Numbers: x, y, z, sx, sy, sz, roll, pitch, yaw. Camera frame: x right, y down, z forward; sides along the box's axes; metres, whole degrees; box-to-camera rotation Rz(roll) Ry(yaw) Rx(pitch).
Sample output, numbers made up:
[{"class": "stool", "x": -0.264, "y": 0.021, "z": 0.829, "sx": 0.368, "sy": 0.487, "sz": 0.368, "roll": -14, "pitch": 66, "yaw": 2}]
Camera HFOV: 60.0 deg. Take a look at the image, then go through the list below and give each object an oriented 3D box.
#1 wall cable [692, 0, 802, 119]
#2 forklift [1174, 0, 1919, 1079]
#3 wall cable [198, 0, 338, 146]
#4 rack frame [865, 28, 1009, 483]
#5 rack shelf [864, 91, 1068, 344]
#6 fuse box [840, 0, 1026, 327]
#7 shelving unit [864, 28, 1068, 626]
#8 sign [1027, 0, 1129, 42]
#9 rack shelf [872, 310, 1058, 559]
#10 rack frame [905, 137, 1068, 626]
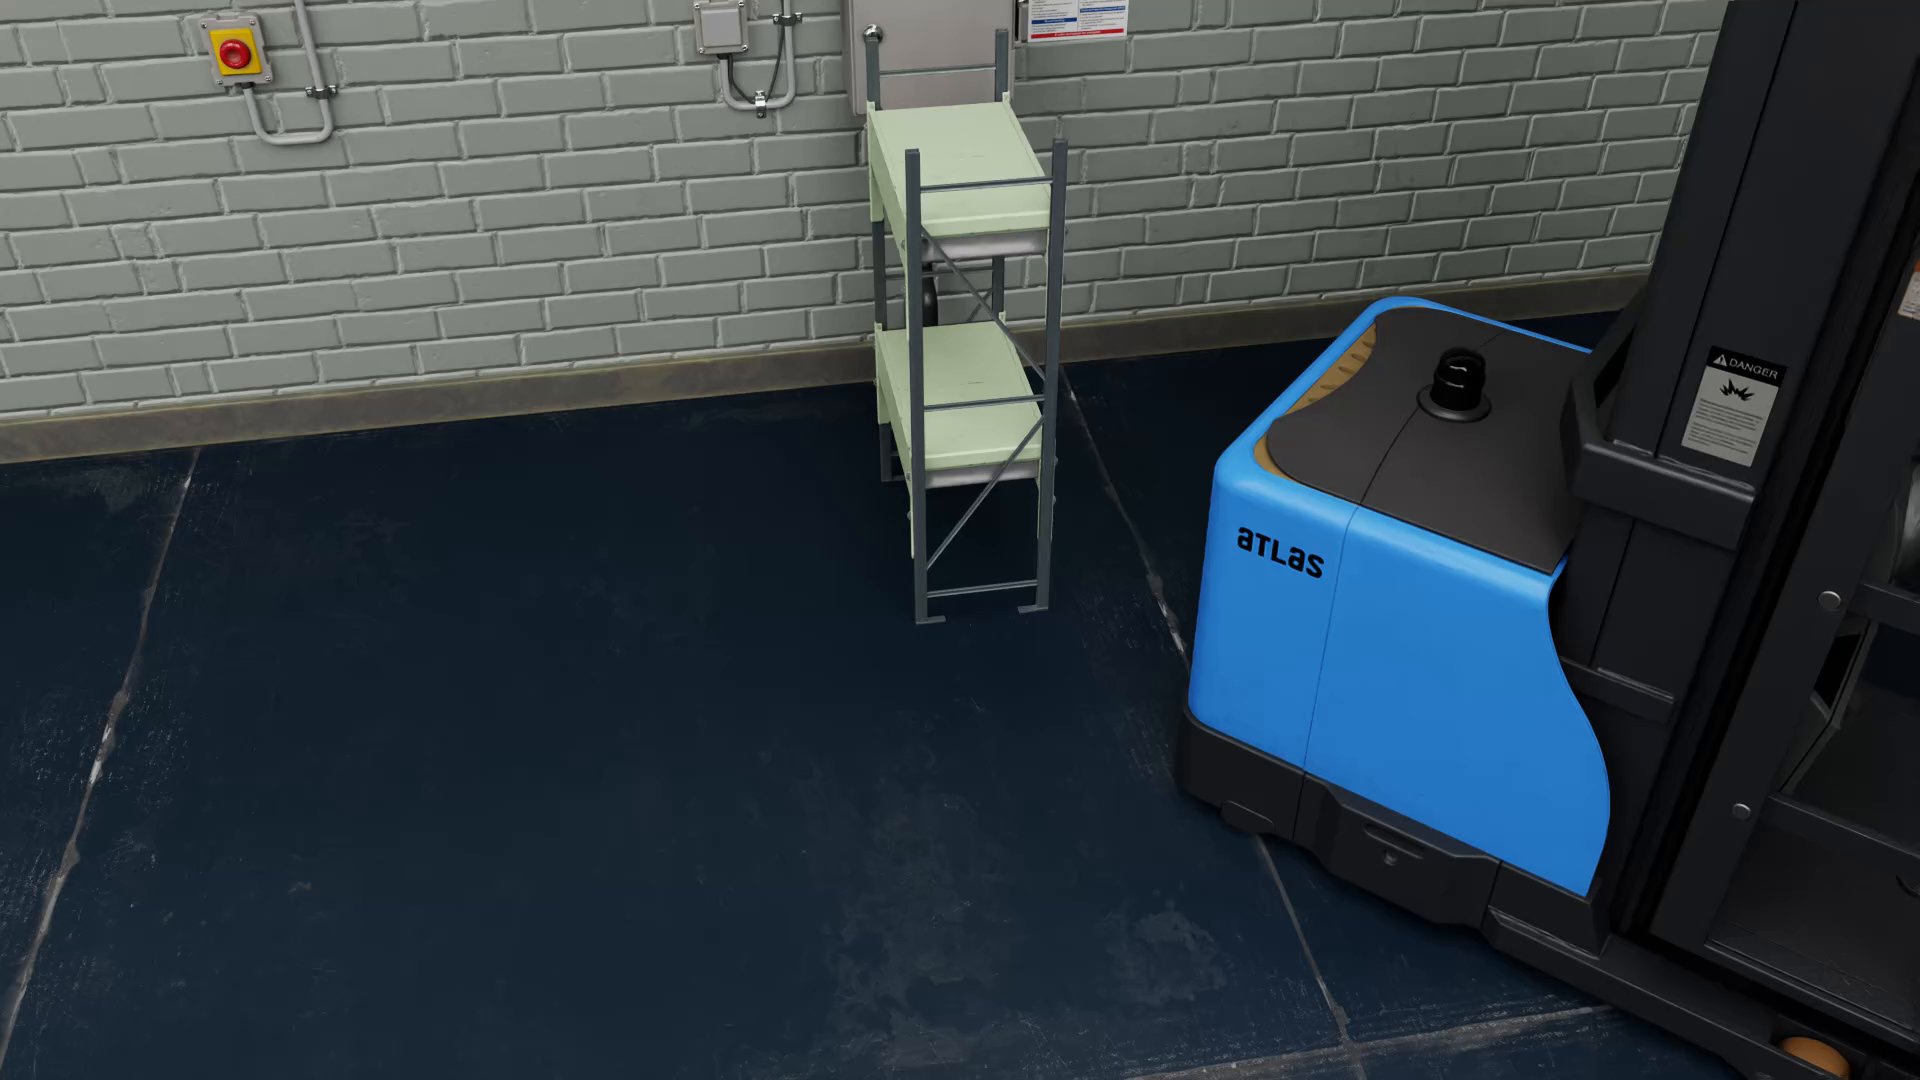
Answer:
[{"class": "wall cable", "x": -0.771, "y": -2.094, "z": 4.672, "sx": 0.588, "sy": 1.984, "sz": 0.122, "roll": -6, "pitch": 38, "yaw": -8}, {"class": "forklift", "x": 2.062, "y": -0.211, "z": 3.133, "sx": 3.031, "sy": 2.935, "sz": 1.130, "roll": 23, "pitch": 43, "yaw": 27}, {"class": "wall cable", "x": -2.166, "y": -1.946, "z": 4.457, "sx": 0.585, "sy": 1.953, "sz": 0.123, "roll": -6, "pitch": 38, "yaw": -8}, {"class": "rack frame", "x": -0.063, "y": -0.809, "z": 5.069, "sx": 0.400, "sy": 1.500, "sz": 0.023, "roll": -6, "pitch": 38, "yaw": -8}, {"class": "rack shelf", "x": 0.001, "y": -0.896, "z": 4.545, "sx": 0.431, "sy": 0.370, "sz": 0.720, "roll": -6, "pitch": 38, "yaw": -8}, {"class": "fuse box", "x": -0.072, "y": -1.162, "z": 5.351, "sx": 0.539, "sy": 1.711, "sz": 0.414, "roll": -6, "pitch": 38, "yaw": -8}, {"class": "shelving unit", "x": 0.001, "y": -0.588, "z": 4.785, "sx": 0.431, "sy": 1.500, "sz": 0.755, "roll": -6, "pitch": 38, "yaw": -8}, {"class": "sign", "x": 0.378, "y": -1.811, "z": 5.214, "sx": 0.329, "sy": 0.494, "sz": 0.001, "roll": -6, "pitch": 38, "yaw": -8}, {"class": "rack shelf", "x": 0.001, "y": -0.331, "z": 4.985, "sx": 0.431, "sy": 0.370, "sz": 0.720, "roll": -6, "pitch": 38, "yaw": -8}, {"class": "rack frame", "x": 0.065, "y": -0.367, "z": 4.500, "sx": 0.400, "sy": 1.500, "sz": 0.023, "roll": -6, "pitch": 38, "yaw": -8}]
